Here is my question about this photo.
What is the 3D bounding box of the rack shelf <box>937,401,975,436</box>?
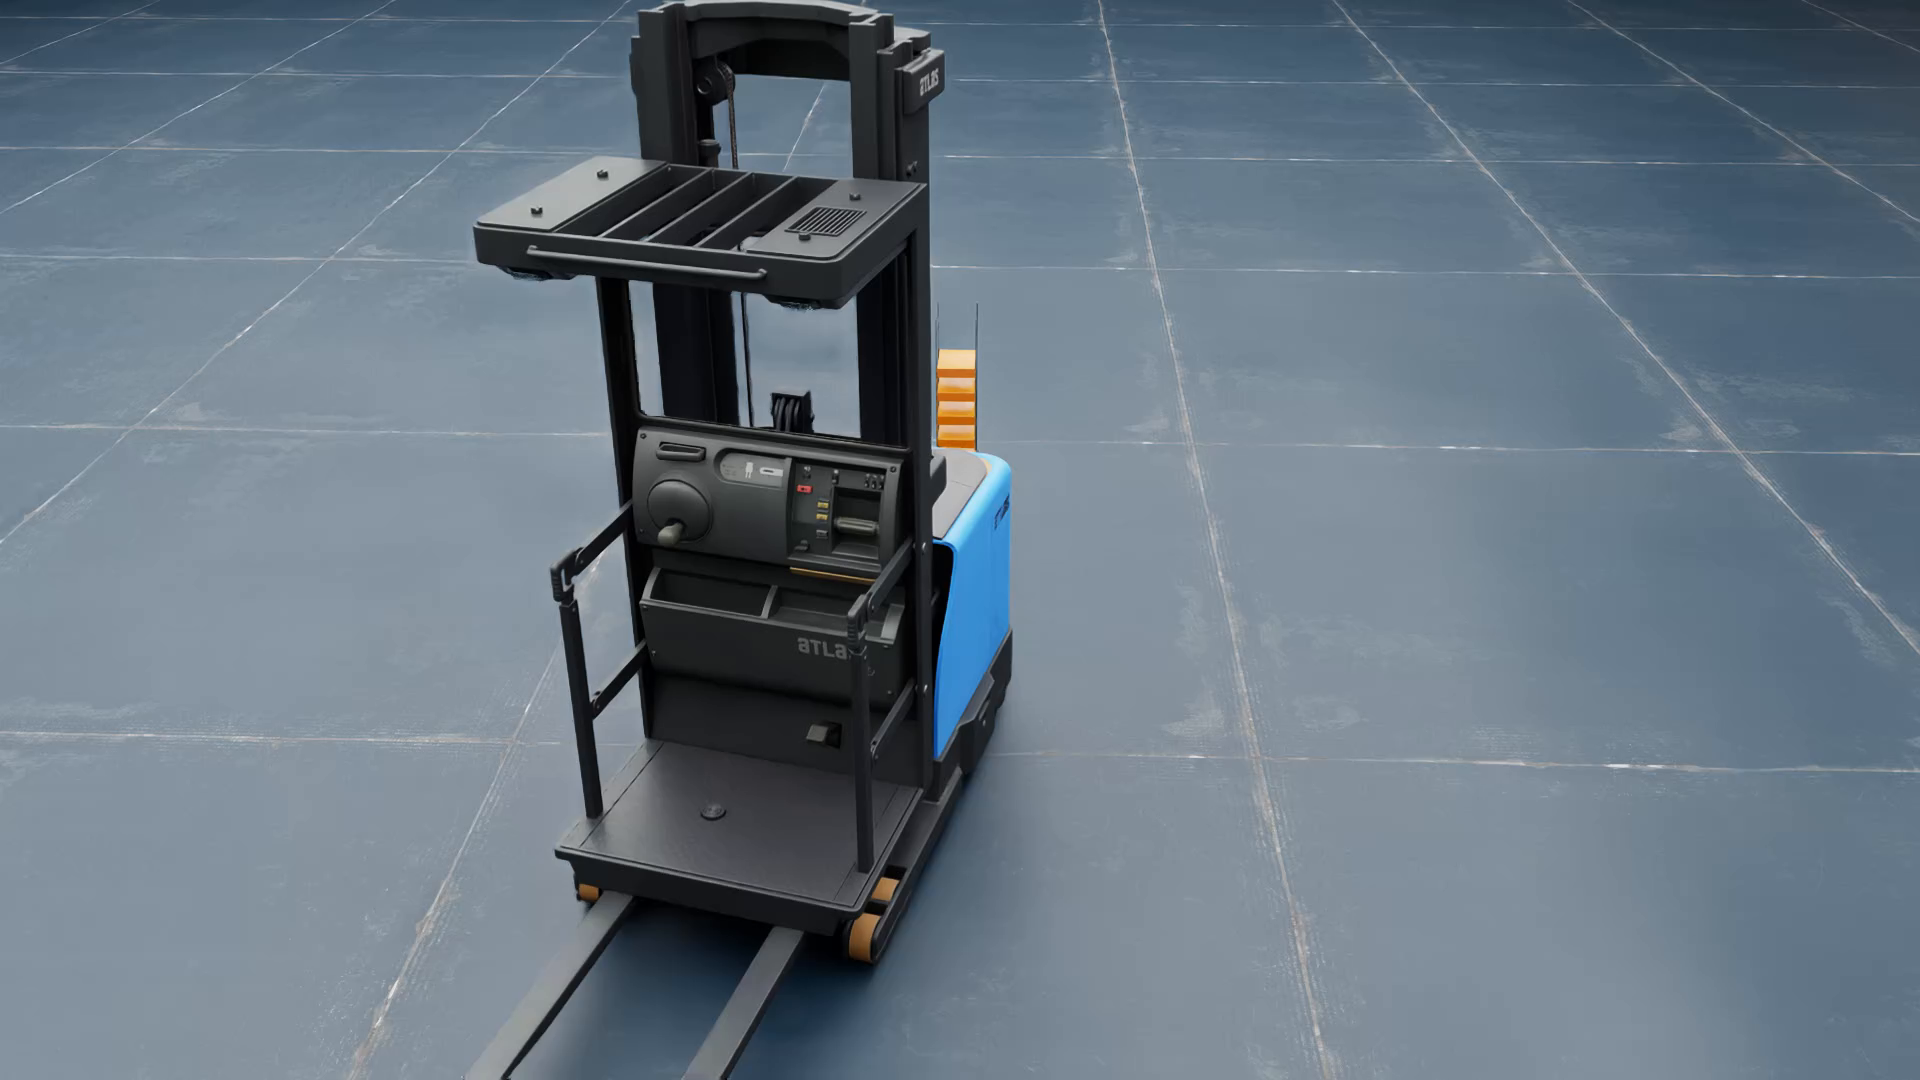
[{"bbox_3d":[-0.014,-0.597,7.934,0.180,0.103,0.258,1,28,2],"label":"rack shelf"}]

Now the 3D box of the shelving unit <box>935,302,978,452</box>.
[{"bbox_3d":[-0.014,-0.530,7.969,0.189,1.200,0.258,1,28,2],"label":"shelving unit"}]

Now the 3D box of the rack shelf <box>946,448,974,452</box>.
[{"bbox_3d":[-0.014,-0.385,8.046,0.180,0.103,0.258,1,28,2],"label":"rack shelf"}]

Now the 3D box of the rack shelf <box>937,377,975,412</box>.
[{"bbox_3d":[-0.014,-0.703,7.878,0.180,0.103,0.258,1,28,2],"label":"rack shelf"}]

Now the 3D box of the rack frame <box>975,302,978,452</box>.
[{"bbox_3d":[0.077,-0.529,7.967,0.006,1.200,0.240,1,28,2],"label":"rack frame"}]

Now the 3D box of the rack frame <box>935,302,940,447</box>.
[{"bbox_3d":[-0.106,-0.532,7.972,0.006,1.200,0.240,1,28,2],"label":"rack frame"}]

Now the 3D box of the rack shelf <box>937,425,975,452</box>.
[{"bbox_3d":[-0.014,-0.491,7.990,0.180,0.103,0.258,1,28,2],"label":"rack shelf"}]

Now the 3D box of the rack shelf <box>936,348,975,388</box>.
[{"bbox_3d":[-0.014,-0.809,7.822,0.180,0.103,0.258,1,28,2],"label":"rack shelf"}]

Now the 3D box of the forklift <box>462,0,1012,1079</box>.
[{"bbox_3d":[-0.703,-0.087,5.286,1.130,2.935,3.031,8,29,15],"label":"forklift"}]
